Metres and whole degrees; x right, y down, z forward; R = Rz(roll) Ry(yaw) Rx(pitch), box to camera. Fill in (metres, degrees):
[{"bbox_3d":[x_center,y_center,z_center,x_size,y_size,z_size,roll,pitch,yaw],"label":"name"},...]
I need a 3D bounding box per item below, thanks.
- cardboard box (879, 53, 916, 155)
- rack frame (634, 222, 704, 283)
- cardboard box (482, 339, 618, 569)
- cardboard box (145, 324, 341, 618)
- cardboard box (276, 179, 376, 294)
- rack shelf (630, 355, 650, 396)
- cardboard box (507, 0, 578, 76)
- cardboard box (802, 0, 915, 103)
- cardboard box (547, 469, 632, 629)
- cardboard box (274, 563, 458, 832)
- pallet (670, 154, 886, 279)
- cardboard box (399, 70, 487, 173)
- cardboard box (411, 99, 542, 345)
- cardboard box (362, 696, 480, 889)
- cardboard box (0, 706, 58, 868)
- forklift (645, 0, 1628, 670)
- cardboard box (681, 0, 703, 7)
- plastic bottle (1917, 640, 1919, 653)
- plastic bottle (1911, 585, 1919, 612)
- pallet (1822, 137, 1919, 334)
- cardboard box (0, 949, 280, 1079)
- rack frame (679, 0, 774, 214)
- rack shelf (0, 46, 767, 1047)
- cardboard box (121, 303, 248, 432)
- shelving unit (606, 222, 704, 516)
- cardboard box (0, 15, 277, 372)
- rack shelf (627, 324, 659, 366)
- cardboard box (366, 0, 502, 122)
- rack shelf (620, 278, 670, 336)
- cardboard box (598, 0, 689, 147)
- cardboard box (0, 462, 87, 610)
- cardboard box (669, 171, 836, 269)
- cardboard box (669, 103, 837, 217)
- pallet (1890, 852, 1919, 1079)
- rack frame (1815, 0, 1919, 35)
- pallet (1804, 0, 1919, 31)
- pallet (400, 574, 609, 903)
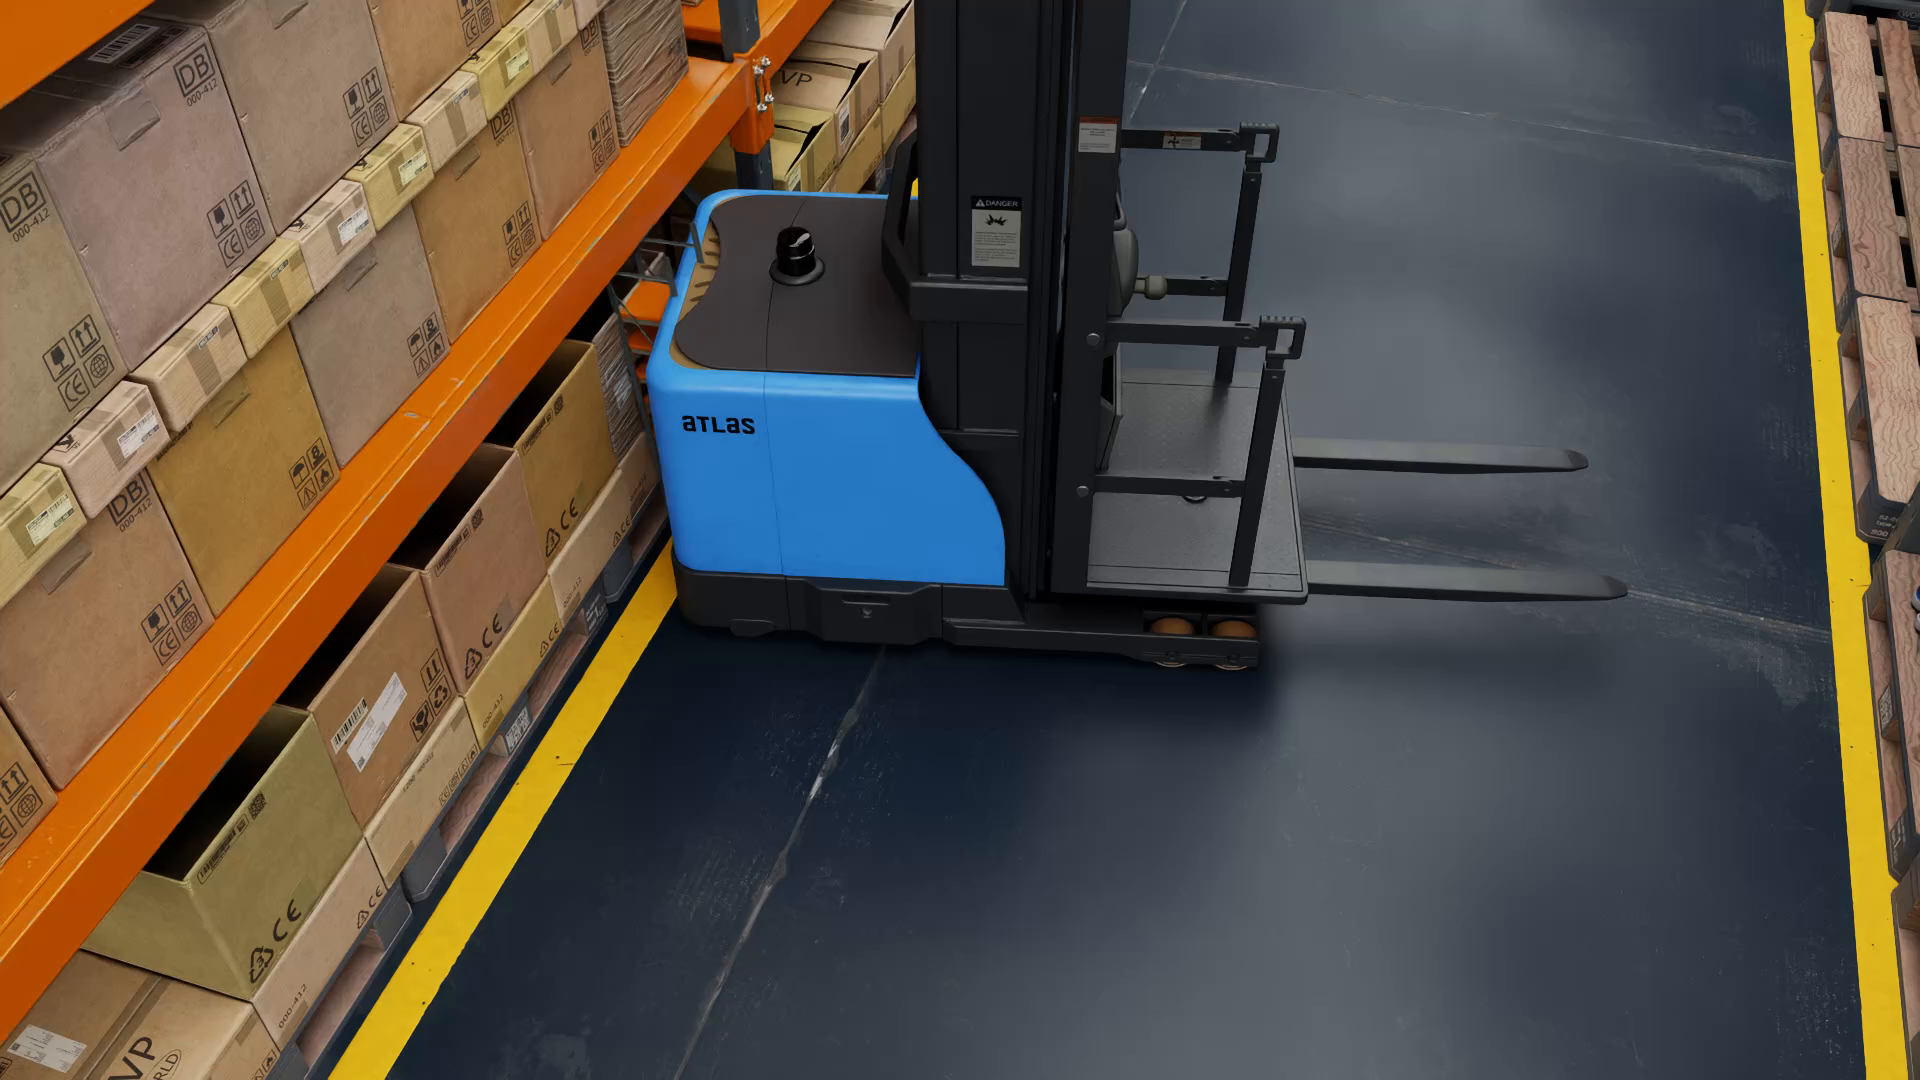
[{"bbox_3d":[-0.495,-1.953,7.266,0.500,0.250,0.500,11,45,11],"label":"cardboard box"},{"bbox_3d":[-0.861,-0.539,5.436,0.240,1.200,0.006,10,46,16],"label":"rack frame"},{"bbox_3d":[-1.406,-0.298,5.039,0.500,0.500,0.500,13,46,13],"label":"cardboard box"},{"bbox_3d":[-1.911,-0.241,3.781,0.700,0.500,0.500,13,46,13],"label":"cardboard box"},{"bbox_3d":[-1.584,-0.724,3.810,0.380,0.149,0.250,13,46,13],"label":"cardboard box"},{"bbox_3d":[-0.896,-0.531,5.323,0.258,0.103,0.180,10,46,16],"label":"rack shelf"},{"bbox_3d":[-1.274,-1.409,4.510,0.380,0.149,0.250,12,46,12],"label":"cardboard box"},{"bbox_3d":[-0.488,-2.151,7.068,0.500,0.311,0.500,11,45,11],"label":"cardboard box"},{"bbox_3d":[-1.394,-0.027,5.299,0.500,0.250,0.500,13,46,13],"label":"cardboard box"},{"bbox_3d":[-1.711,0.368,4.359,0.500,0.500,0.500,13,46,13],"label":"cardboard box"},{"bbox_3d":[-0.977,-1.385,7.015,1.003,0.211,1.213,13,46,13],"label":"pallet"},{"bbox_3d":[-1.427,-1.078,4.171,0.380,0.149,0.250,14,46,14],"label":"cardboard box"},{"bbox_3d":[-1.601,-0.935,4.489,0.700,0.500,0.500,13,46,13],"label":"cardboard box"},{"bbox_3d":[-1.700,0.639,4.618,0.500,0.250,0.500,13,46,13],"label":"cardboard box"},{"bbox_3d":[-2.221,0.439,3.085,0.700,0.500,0.500,13,46,13],"label":"cardboard box"},{"bbox_3d":[0.623,-1.018,4.695,3.031,2.935,1.130,3,44,3],"label":"forklift"},{"bbox_3d":[-1.056,-2.166,5.927,0.500,0.250,0.500,15,46,15],"label":"cardboard box"},{"bbox_3d":[2.981,0.267,5.019,0.097,0.201,0.097,0,44,0],"label":"plastic bottle"},{"bbox_3d":[3.042,0.106,5.133,0.097,0.271,0.097,0,44,0],"label":"plastic bottle"},{"bbox_3d":[4.125,-1.182,6.807,1.003,0.211,1.213,13,46,13],"label":"pallet"},{"bbox_3d":[-2.000,1.306,3.937,0.500,0.250,0.500,13,46,13],"label":"cardboard box"},{"bbox_3d":[-1.163,-1.883,5.529,1.000,3.000,0.127,13,46,13],"label":"rack frame"},{"bbox_3d":[-1.769,-0.292,4.418,1.077,0.370,4.000,13,46,13],"label":"rack shelf"},{"bbox_3d":[-1.739,-0.388,3.467,0.380,0.149,0.250,11,45,11],"label":"cardboard box"},{"bbox_3d":[-0.890,-0.477,5.375,0.258,1.200,0.189,10,46,16],"label":"shelving unit"},{"bbox_3d":[-1.899,-0.747,3.370,0.700,0.500,0.500,13,46,13],"label":"cardboard box"},{"bbox_3d":[-0.905,-0.618,5.240,0.258,0.103,0.180,10,46,16],"label":"rack shelf"},{"bbox_3d":[-1.596,-1.414,4.051,0.700,0.500,0.500,13,46,12],"label":"cardboard box"},{"bbox_3d":[-0.914,-0.704,5.157,0.258,0.103,0.180,10,46,16],"label":"rack shelf"},{"bbox_3d":[-1.292,-1.621,5.191,0.700,0.500,0.500,11,46,11],"label":"cardboard box"},{"bbox_3d":[-1.896,-0.042,3.113,0.380,0.149,0.250,13,46,13],"label":"cardboard box"},{"bbox_3d":[-0.805,-1.266,6.565,0.500,0.250,0.500,12,46,12],"label":"cardboard box"},{"bbox_3d":[-0.801,-1.473,6.375,0.500,0.311,0.500,13,46,13],"label":"cardboard box"},{"bbox_3d":[2.946,1.420,4.148,1.003,0.211,1.213,13,46,13],"label":"pallet"},{"bbox_3d":[4.768,-3.497,7.179,1.000,3.000,0.127,13,46,13],"label":"rack frame"},{"bbox_3d":[4.967,-3.035,8.701,1.003,0.211,1.213,13,46,13],"label":"pallet"},{"bbox_3d":[-1.812,0.451,5.138,1.003,0.211,1.213,13,46,13],"label":"pallet"}]
